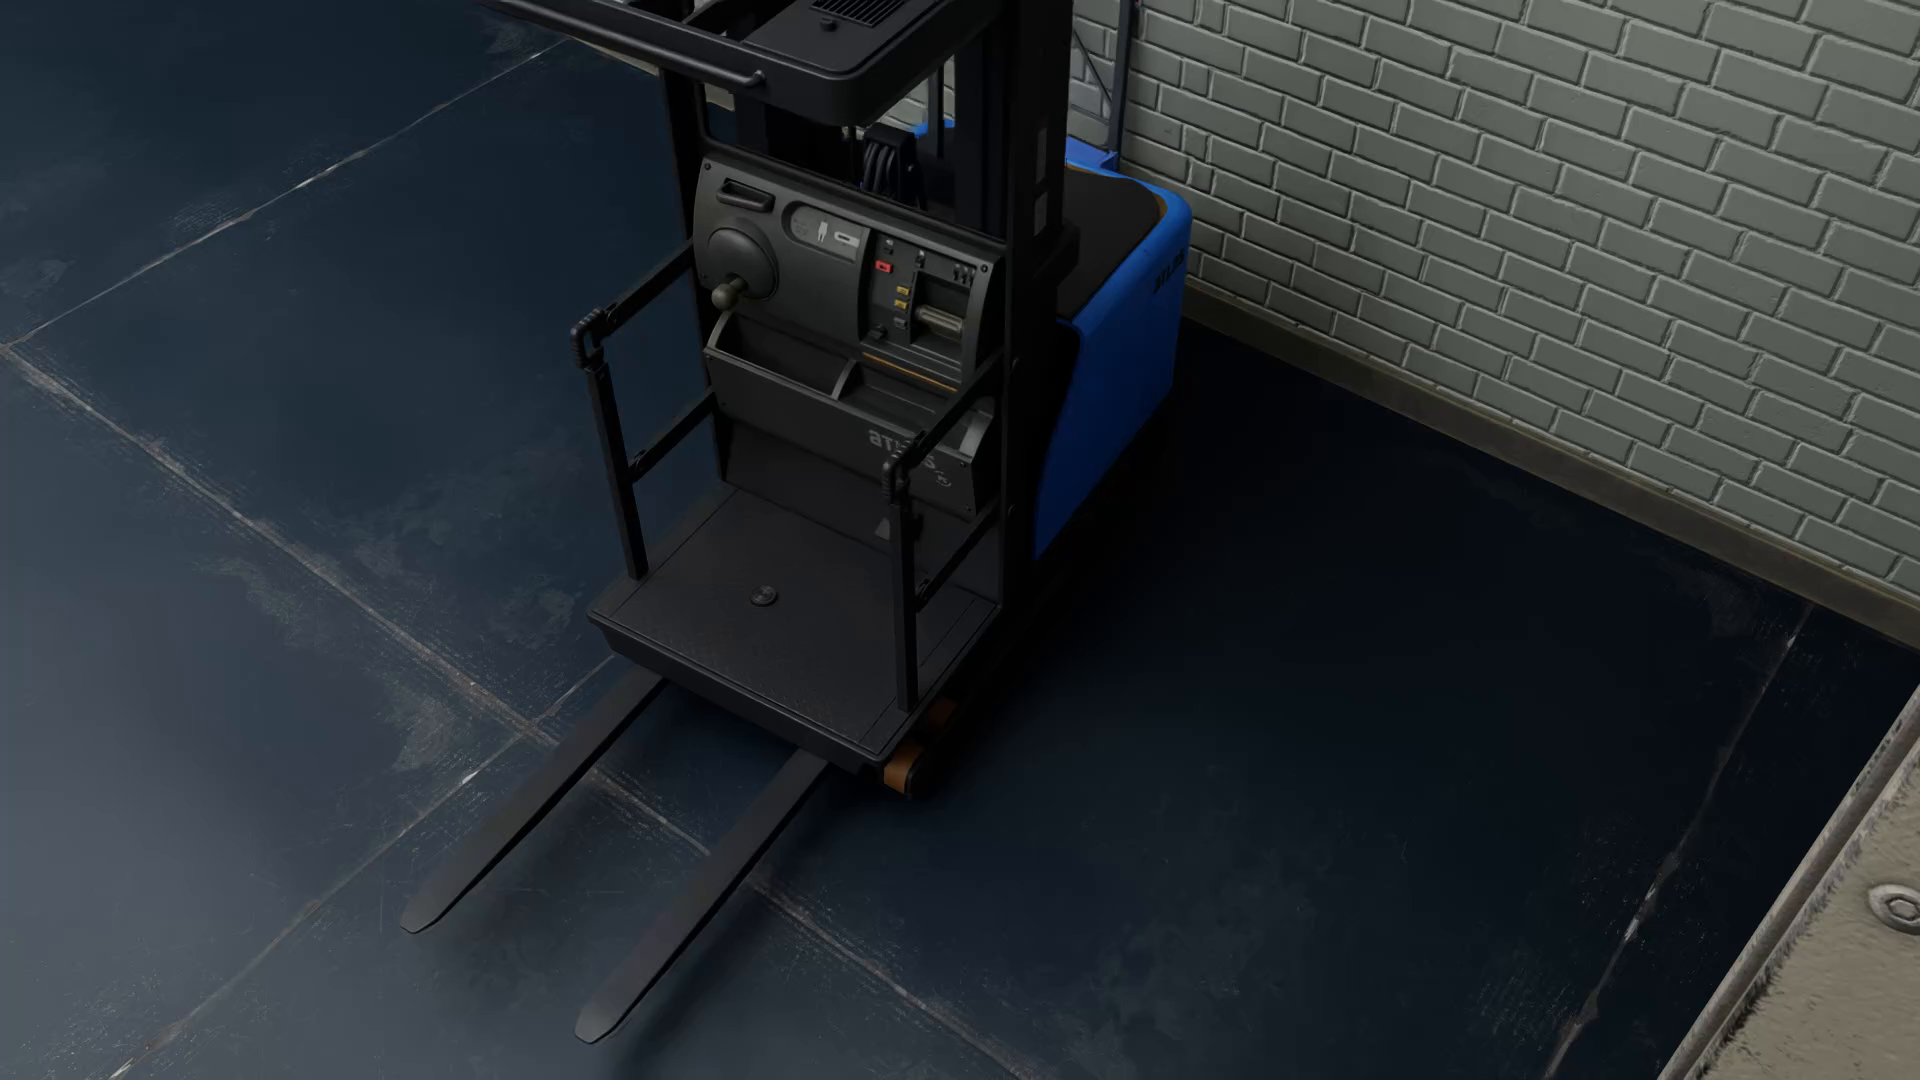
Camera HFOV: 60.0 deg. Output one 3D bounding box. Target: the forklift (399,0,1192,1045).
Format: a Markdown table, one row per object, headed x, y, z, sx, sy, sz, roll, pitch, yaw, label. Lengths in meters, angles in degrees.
| x | y | z | sx | sy | sz | roll | pitch | yaw | label |
| --- | --- | --- | --- | --- | --- | --- | --- | --- | --- |
| -0.435 | -0.638 | 4.332 | 1.130 | 2.935 | 3.031 | 24 | 51 | 21 | forklift |

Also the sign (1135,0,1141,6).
| x | y | z | sx | sy | sz | roll | pitch | yaw | label |
| --- | --- | --- | --- | --- | --- | --- | --- | --- | --- |
| 0.510 | -2.131 | 5.777 | 0.329 | 0.494 | 0.001 | 29 | 53 | 25 | sign |

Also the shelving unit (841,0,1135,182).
| x | y | z | sx | sy | sz | roll | pitch | yaw | label |
| --- | --- | --- | --- | --- | --- | --- | --- | --- | --- |
| 0.078 | -1.384 | 6.044 | 0.538 | 1.500 | 1.048 | 32 | 52 | 27 | shelving unit |

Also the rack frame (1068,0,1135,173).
| x | y | z | sx | sy | sz | roll | pitch | yaw | label |
| --- | --- | --- | --- | --- | --- | --- | --- | --- | --- |
| 0.411 | -1.650 | 6.321 | 0.500 | 1.500 | 0.032 | 32 | 52 | 27 | rack frame |

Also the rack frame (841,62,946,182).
| x | y | z | sx | sy | sz | roll | pitch | yaw | label |
| --- | --- | --- | --- | --- | --- | --- | --- | --- | --- |
| -0.254 | -1.117 | 5.768 | 0.500 | 1.500 | 0.032 | 32 | 52 | 27 | rack frame |

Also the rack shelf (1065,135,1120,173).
| x | y | z | sx | sy | sz | roll | pitch | yaw | label |
| --- | --- | --- | --- | --- | --- | --- | --- | --- | --- |
| 0.075 | -1.256 | 6.171 | 0.538 | 0.185 | 1.000 | 32 | 52 | 27 | rack shelf |
